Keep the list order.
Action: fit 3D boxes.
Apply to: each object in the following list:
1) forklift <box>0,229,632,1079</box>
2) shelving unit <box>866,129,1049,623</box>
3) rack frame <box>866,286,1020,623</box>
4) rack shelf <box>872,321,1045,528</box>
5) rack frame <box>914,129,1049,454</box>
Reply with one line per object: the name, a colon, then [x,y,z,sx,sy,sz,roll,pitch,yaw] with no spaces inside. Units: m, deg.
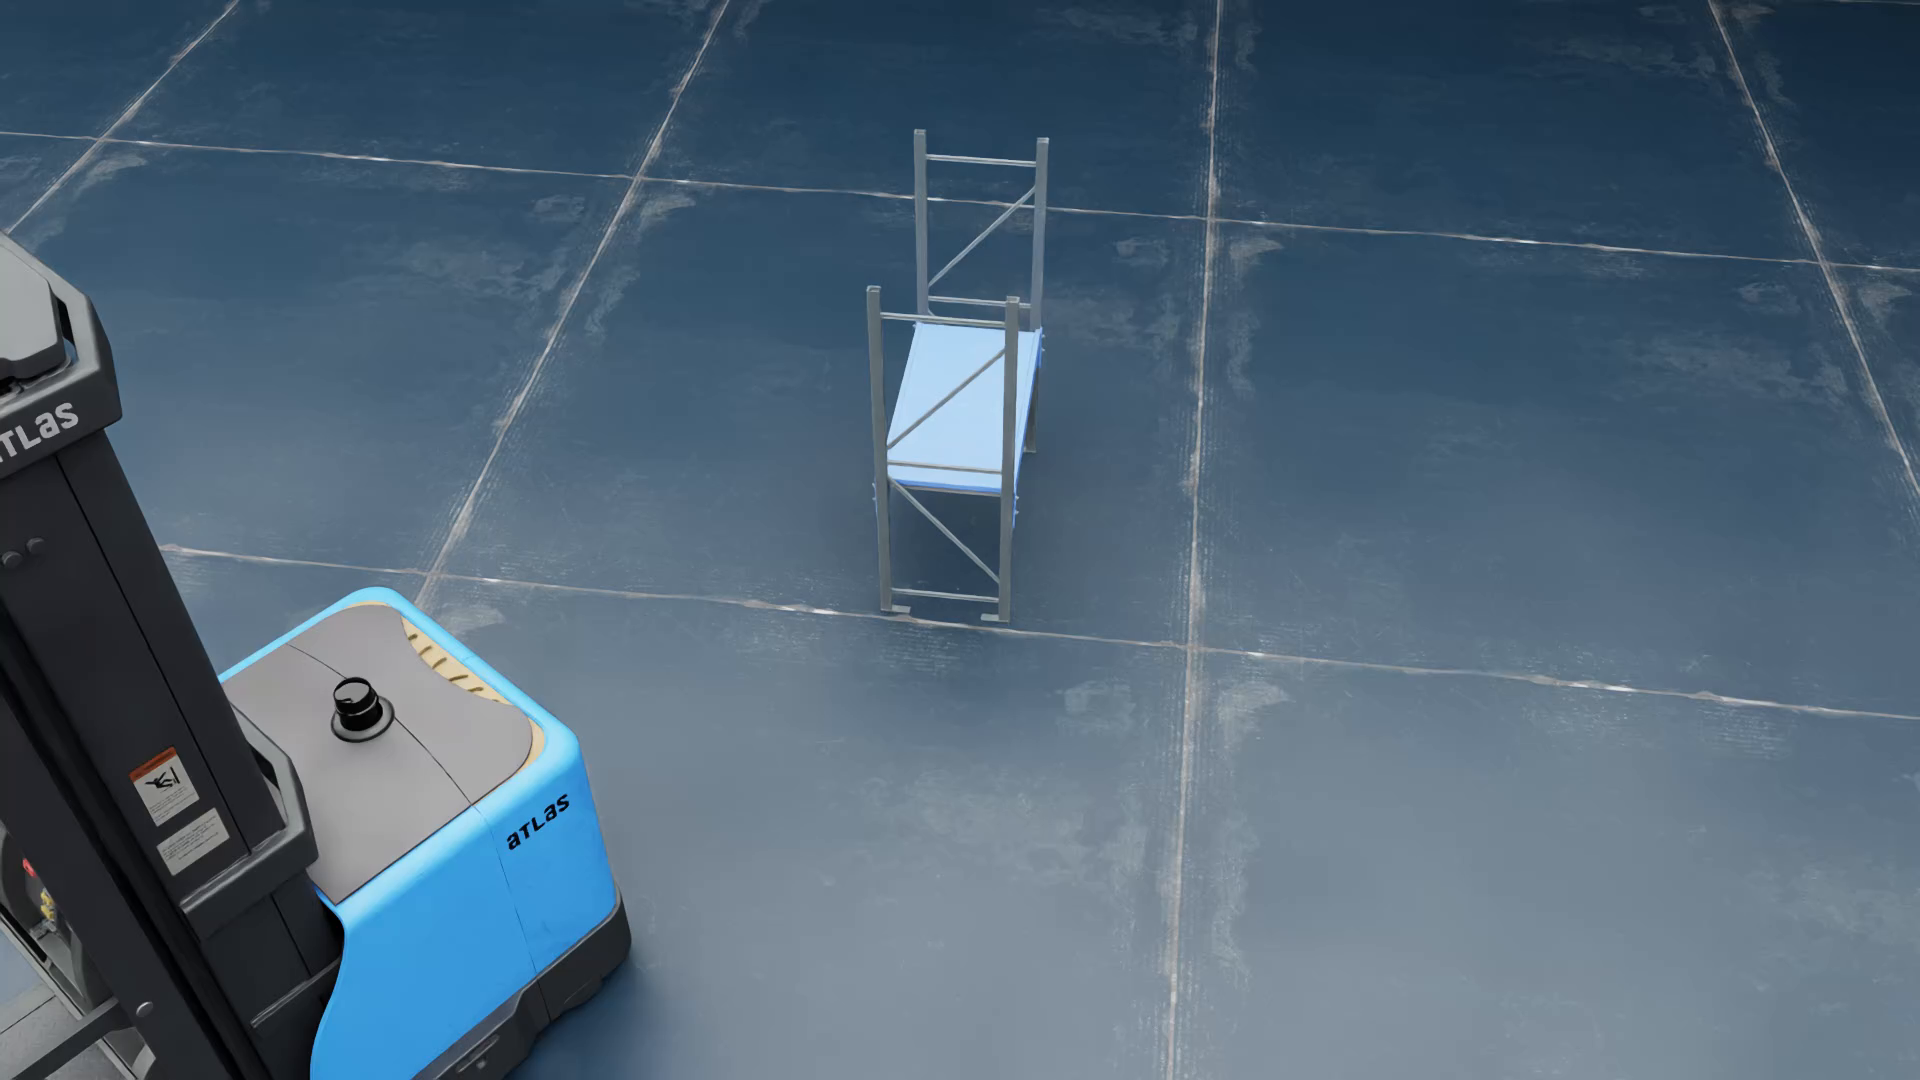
forklift: [-2.395,0.812,3.761,1.130,2.935,3.031,31,52,29]
shelving unit: [0.011,-0.603,6.296,0.538,1.500,1.048,5,44,6]
rack frame: [-0.056,-0.256,5.930,0.500,1.500,0.032,5,44,6]
rack shelf: [0.011,-0.472,6.419,0.538,0.185,1.000,5,44,6]
rack frame: [0.078,-0.949,6.662,0.500,1.500,0.032,5,44,6]
